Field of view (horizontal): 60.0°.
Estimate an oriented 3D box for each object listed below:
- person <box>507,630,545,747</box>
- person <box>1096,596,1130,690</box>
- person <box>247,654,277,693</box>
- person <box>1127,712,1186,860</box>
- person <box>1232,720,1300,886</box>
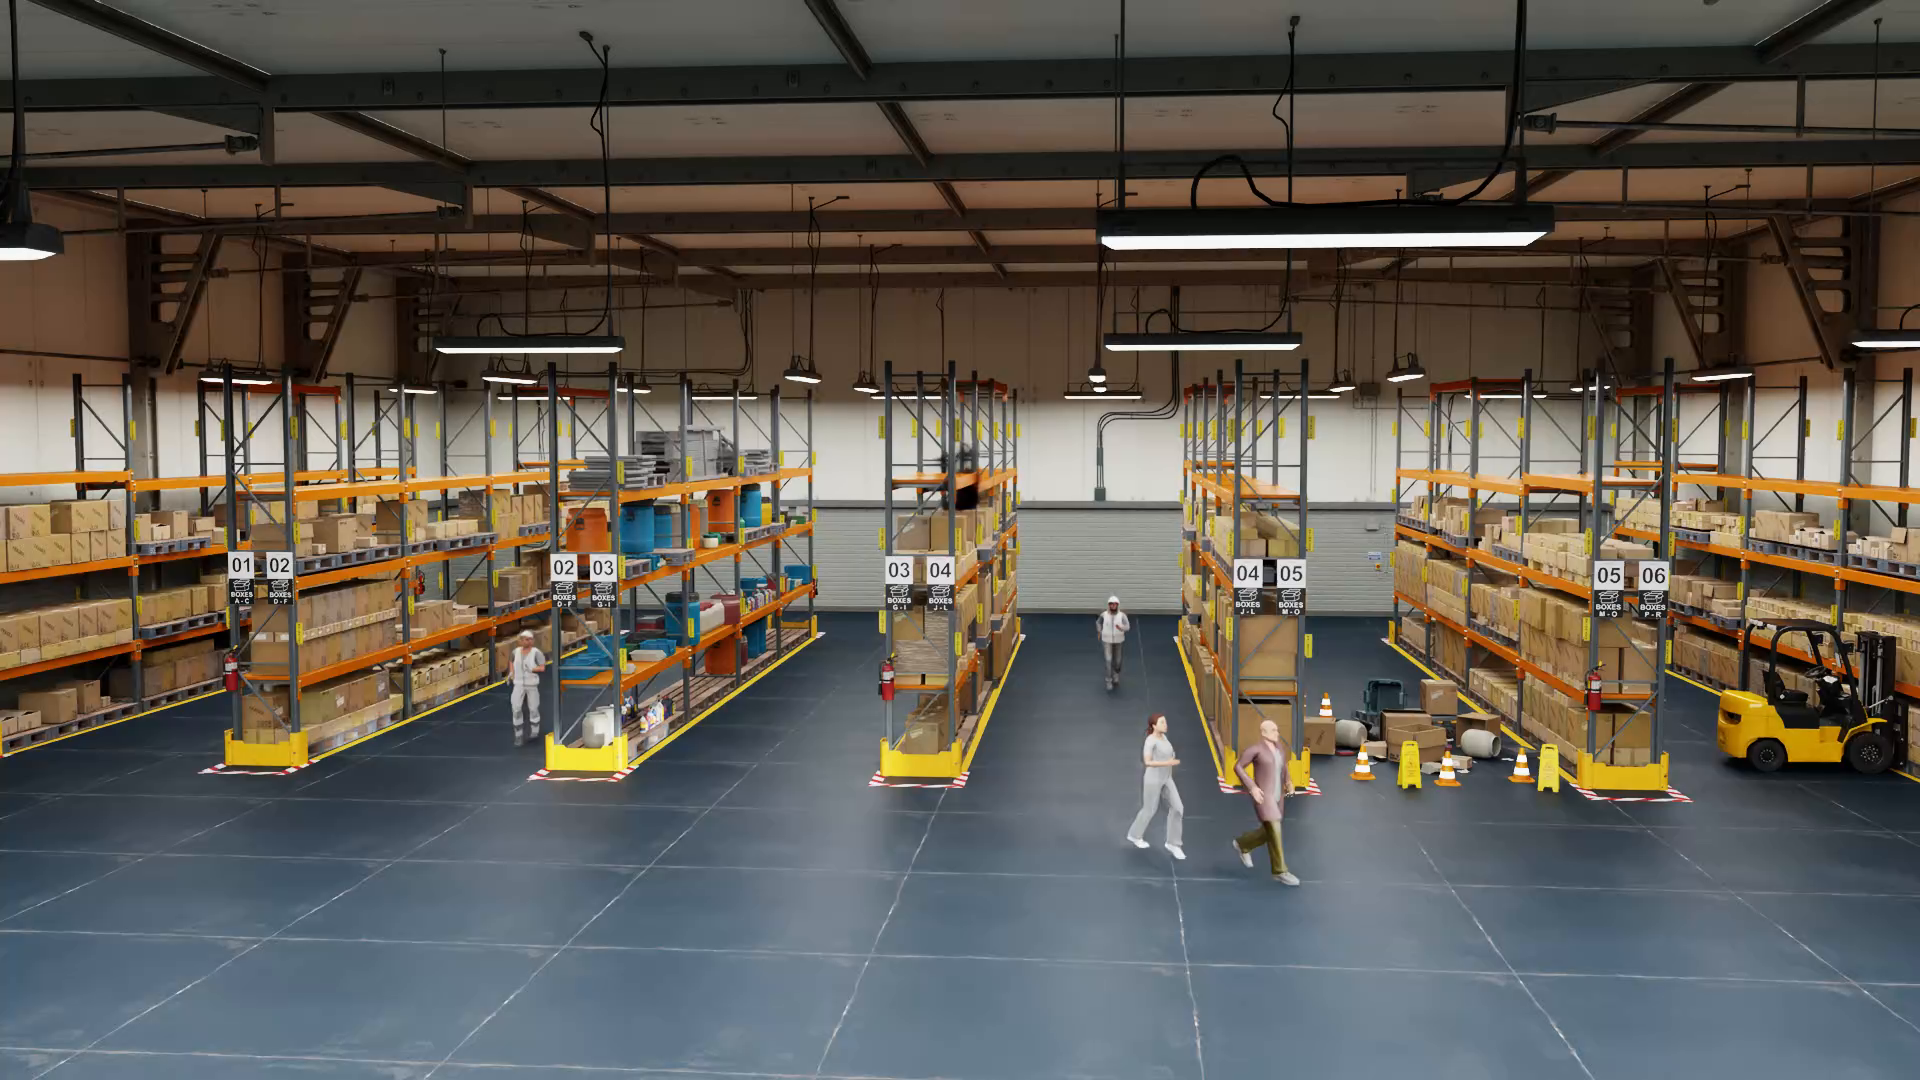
[{"bbox_3d":[-6.928,2.363,26.535,0.643,1.846,0.762,0,4,-2],"label":"person"},{"bbox_3d":[2.969,1.971,32.261,0.655,1.761,0.966,0,4,3],"label":"person"},{"bbox_3d":[-11.730,2.356,28.039,0.603,1.605,0.571,0,4,1],"label":"person"},{"bbox_3d":[2.301,2.880,19.588,0.784,1.726,0.551,4,5,45],"label":"person"},{"bbox_3d":[3.409,2.889,18.568,0.709,1.774,1.000,-3,5,-41],"label":"person"}]
